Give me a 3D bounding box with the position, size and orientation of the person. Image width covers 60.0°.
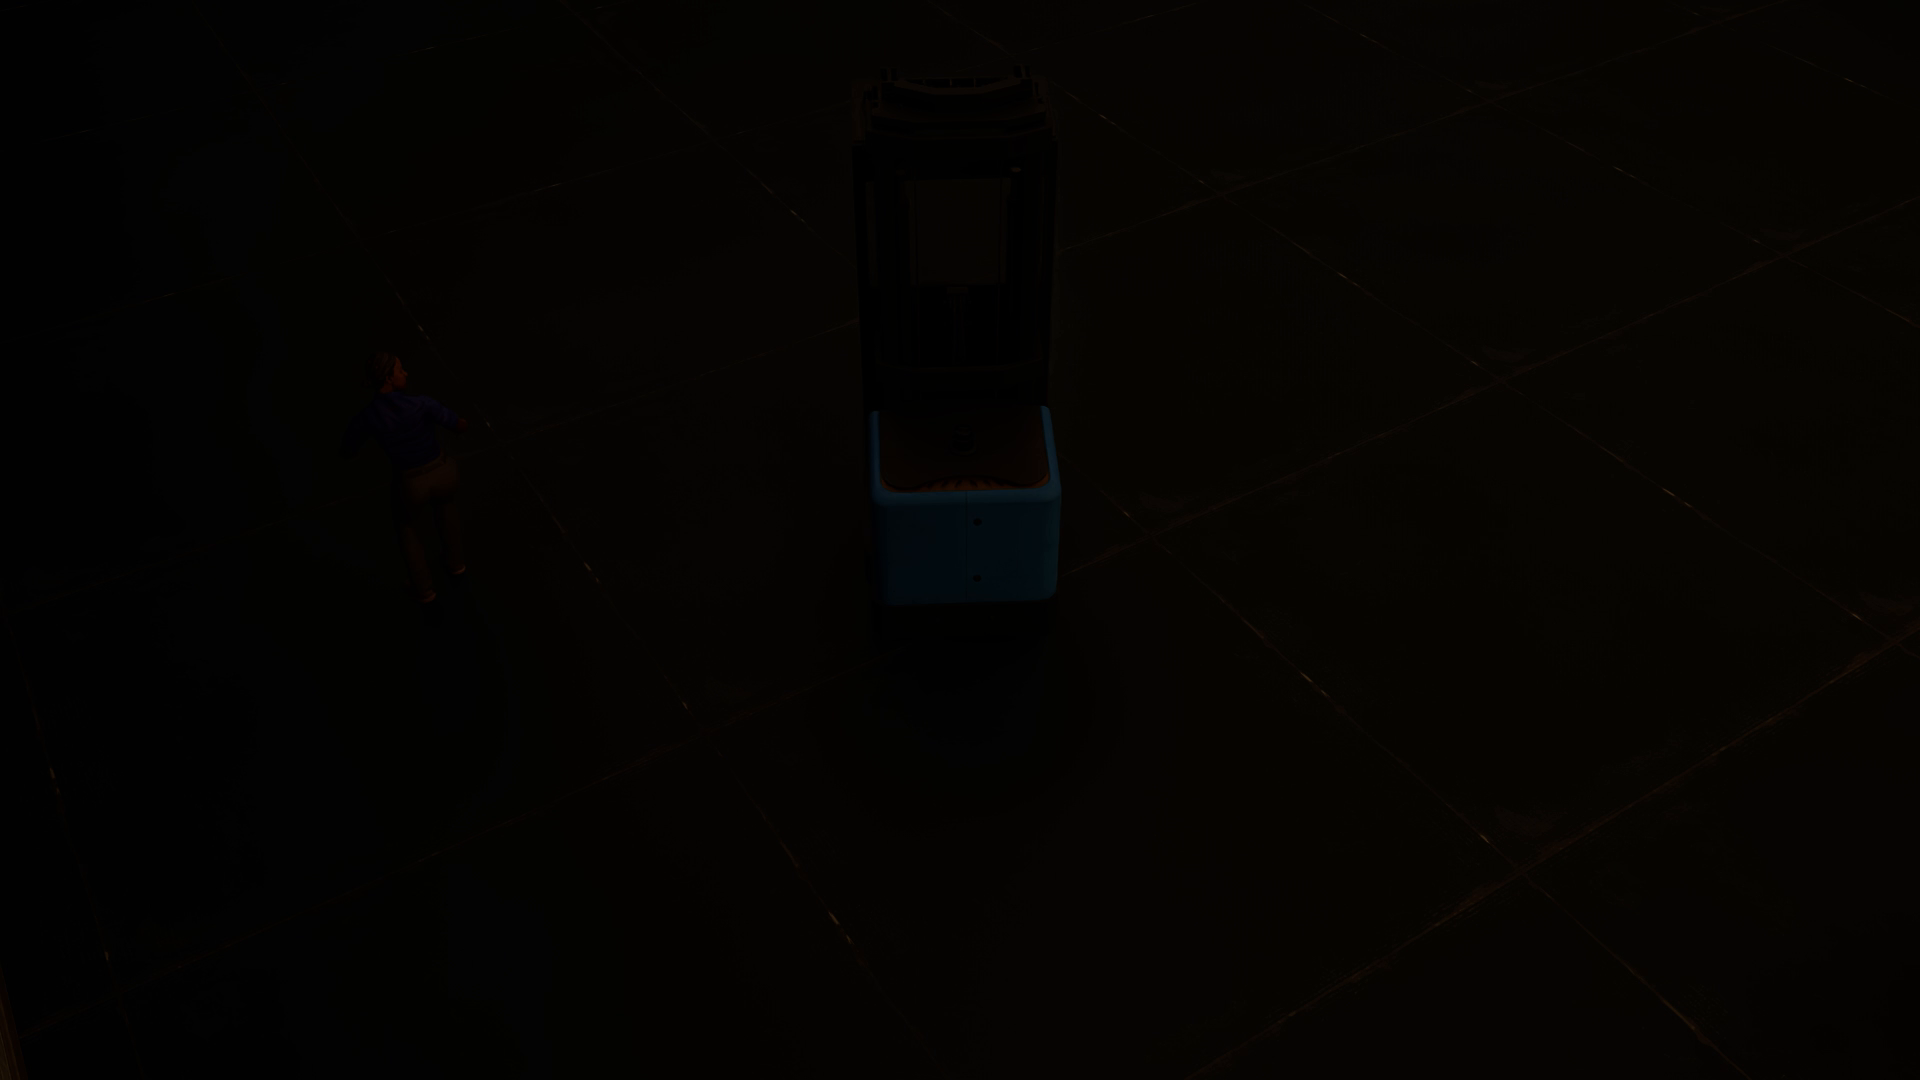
[{"bbox_3d":[-3.091,-0.391,9.370,0.692,1.614,0.587,-18,44,-20],"label":"person"}]

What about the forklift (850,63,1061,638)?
[{"bbox_3d":[-0.042,-1.507,9.595,1.130,2.935,3.031,-2,41,-2],"label":"forklift"}]
